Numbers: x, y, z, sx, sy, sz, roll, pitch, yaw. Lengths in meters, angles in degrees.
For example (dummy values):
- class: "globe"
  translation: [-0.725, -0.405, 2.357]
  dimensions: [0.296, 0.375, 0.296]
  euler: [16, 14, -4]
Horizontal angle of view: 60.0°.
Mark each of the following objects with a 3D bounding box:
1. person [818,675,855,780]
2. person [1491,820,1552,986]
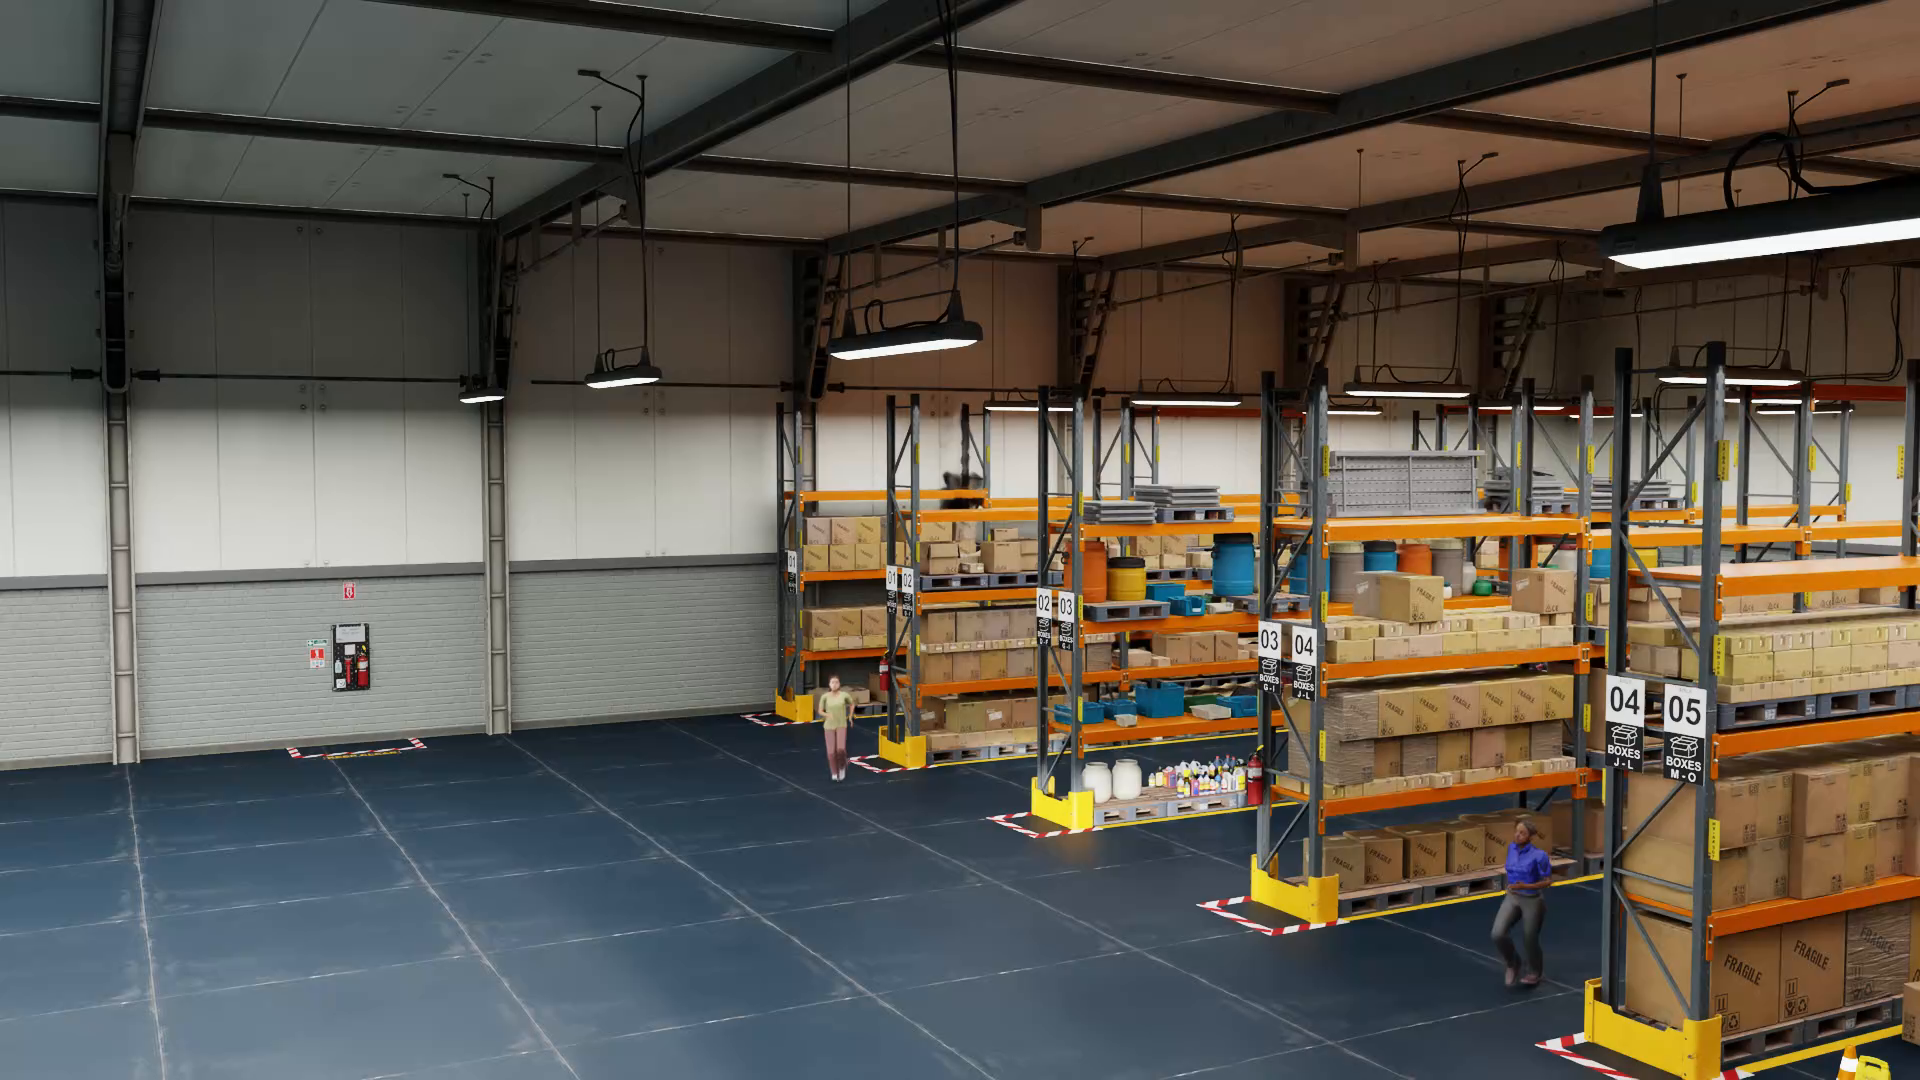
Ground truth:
- class: "person"
  translation: [-1.900, 2.863, 25.481]
  dimensions: [0.556, 1.557, 0.616]
  euler: [0, 3, -1]
- class: "person"
  translation: [5.343, 3.452, 15.756]
  dimensions: [0.680, 1.622, 0.567]
  euler: [-3, 4, -41]
